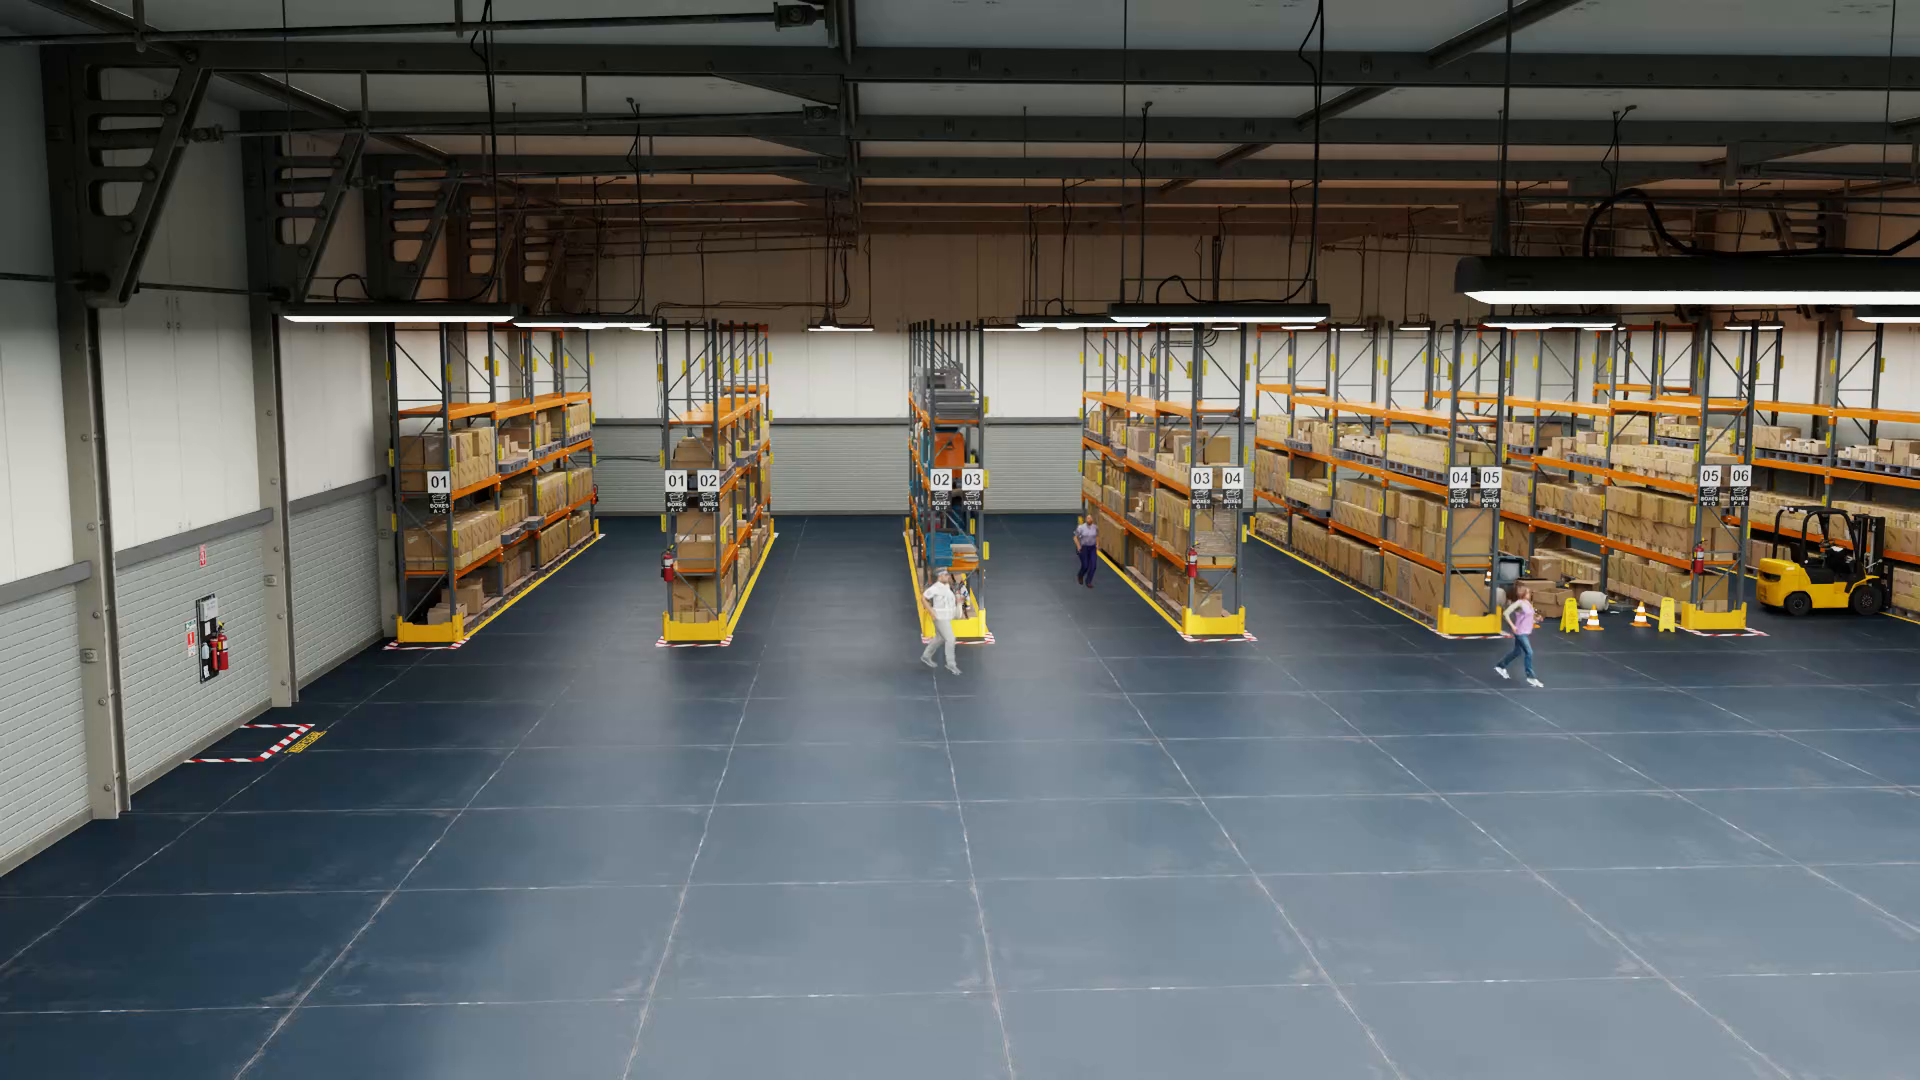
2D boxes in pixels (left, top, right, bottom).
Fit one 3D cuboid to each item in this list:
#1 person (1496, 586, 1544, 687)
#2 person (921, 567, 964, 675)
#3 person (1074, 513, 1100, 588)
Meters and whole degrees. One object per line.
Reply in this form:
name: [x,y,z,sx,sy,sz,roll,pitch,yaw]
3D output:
person: [9.188,1.550,27.255,0.825,1.613,0.528,6,9,38]
person: [-0.311,1.358,28.240,0.837,1.838,0.643,2,7,19]
person: [2.750,0.217,35.895,0.593,1.611,0.519,-2,7,-15]
